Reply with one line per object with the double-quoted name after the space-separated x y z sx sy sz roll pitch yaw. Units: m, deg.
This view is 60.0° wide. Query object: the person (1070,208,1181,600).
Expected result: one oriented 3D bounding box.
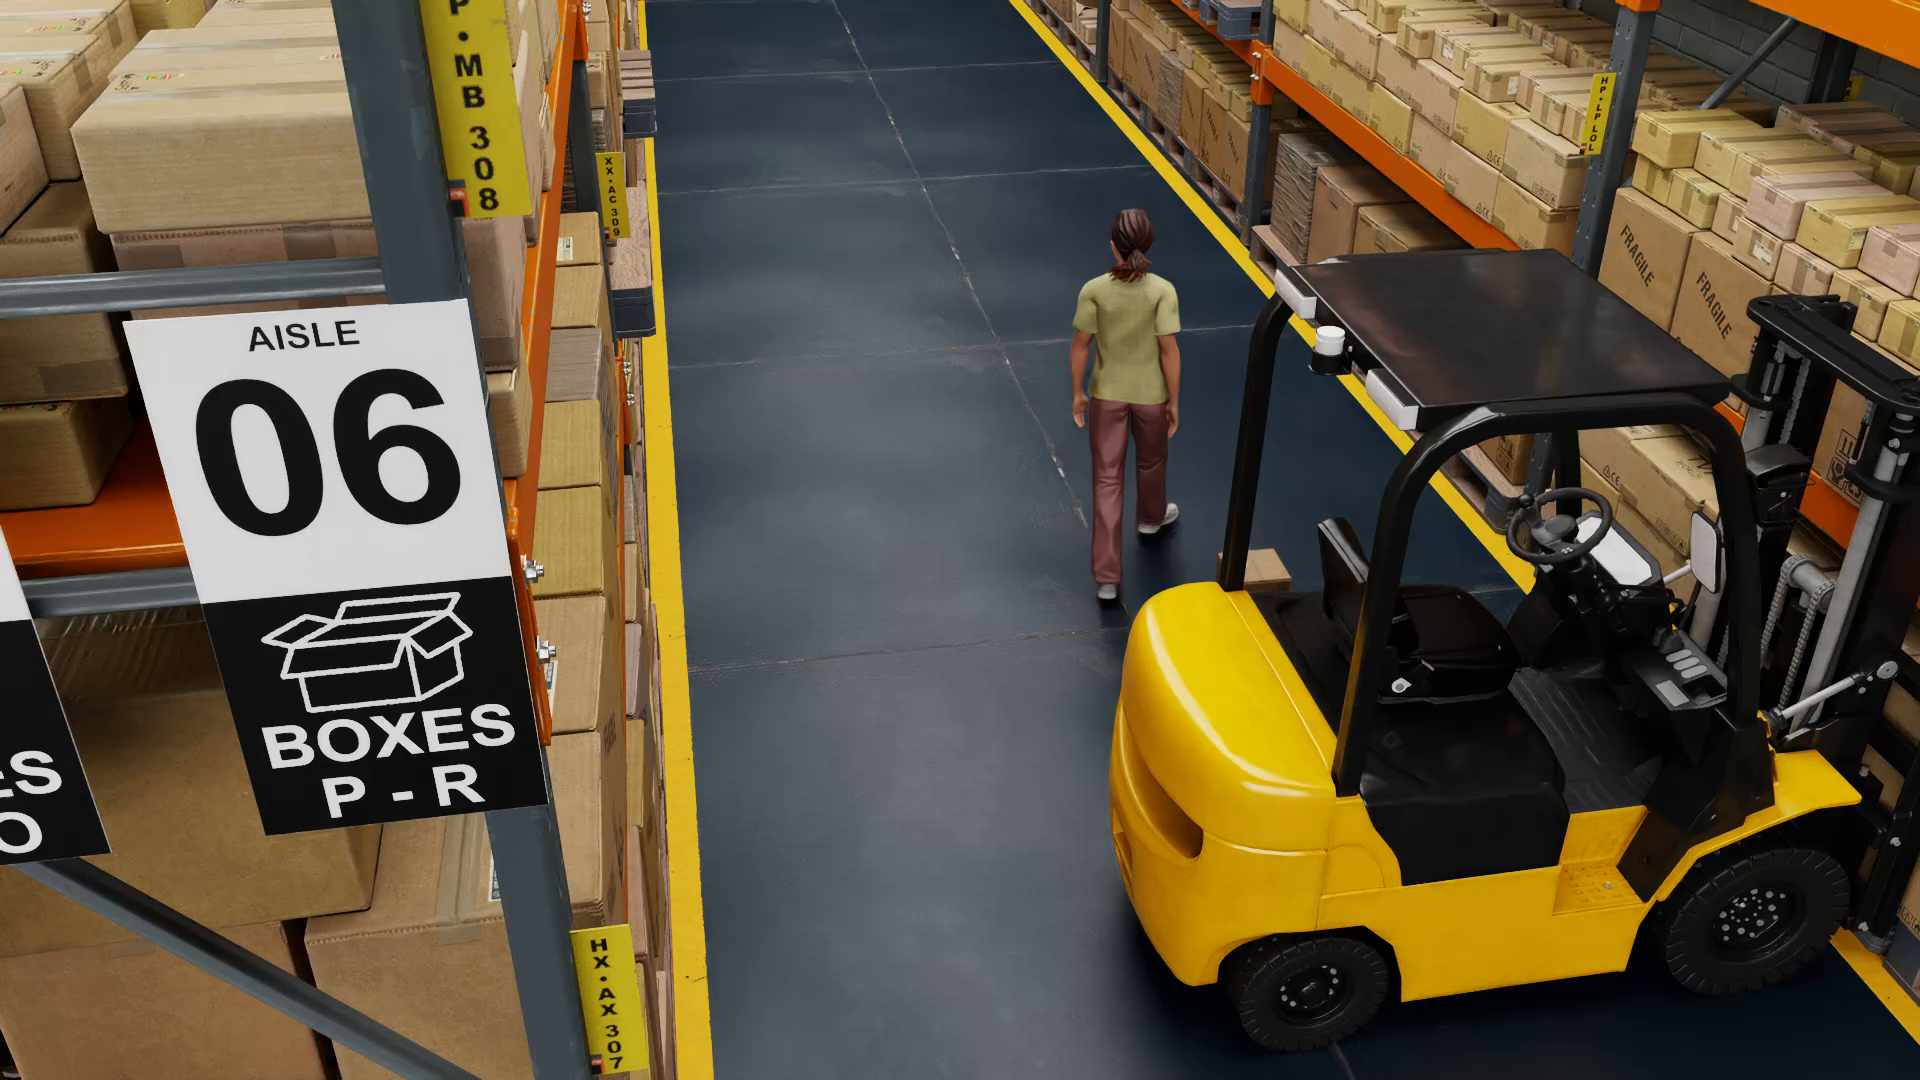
0.736 -0.622 7.211 0.522 1.602 0.891 4 31 6 "person"
